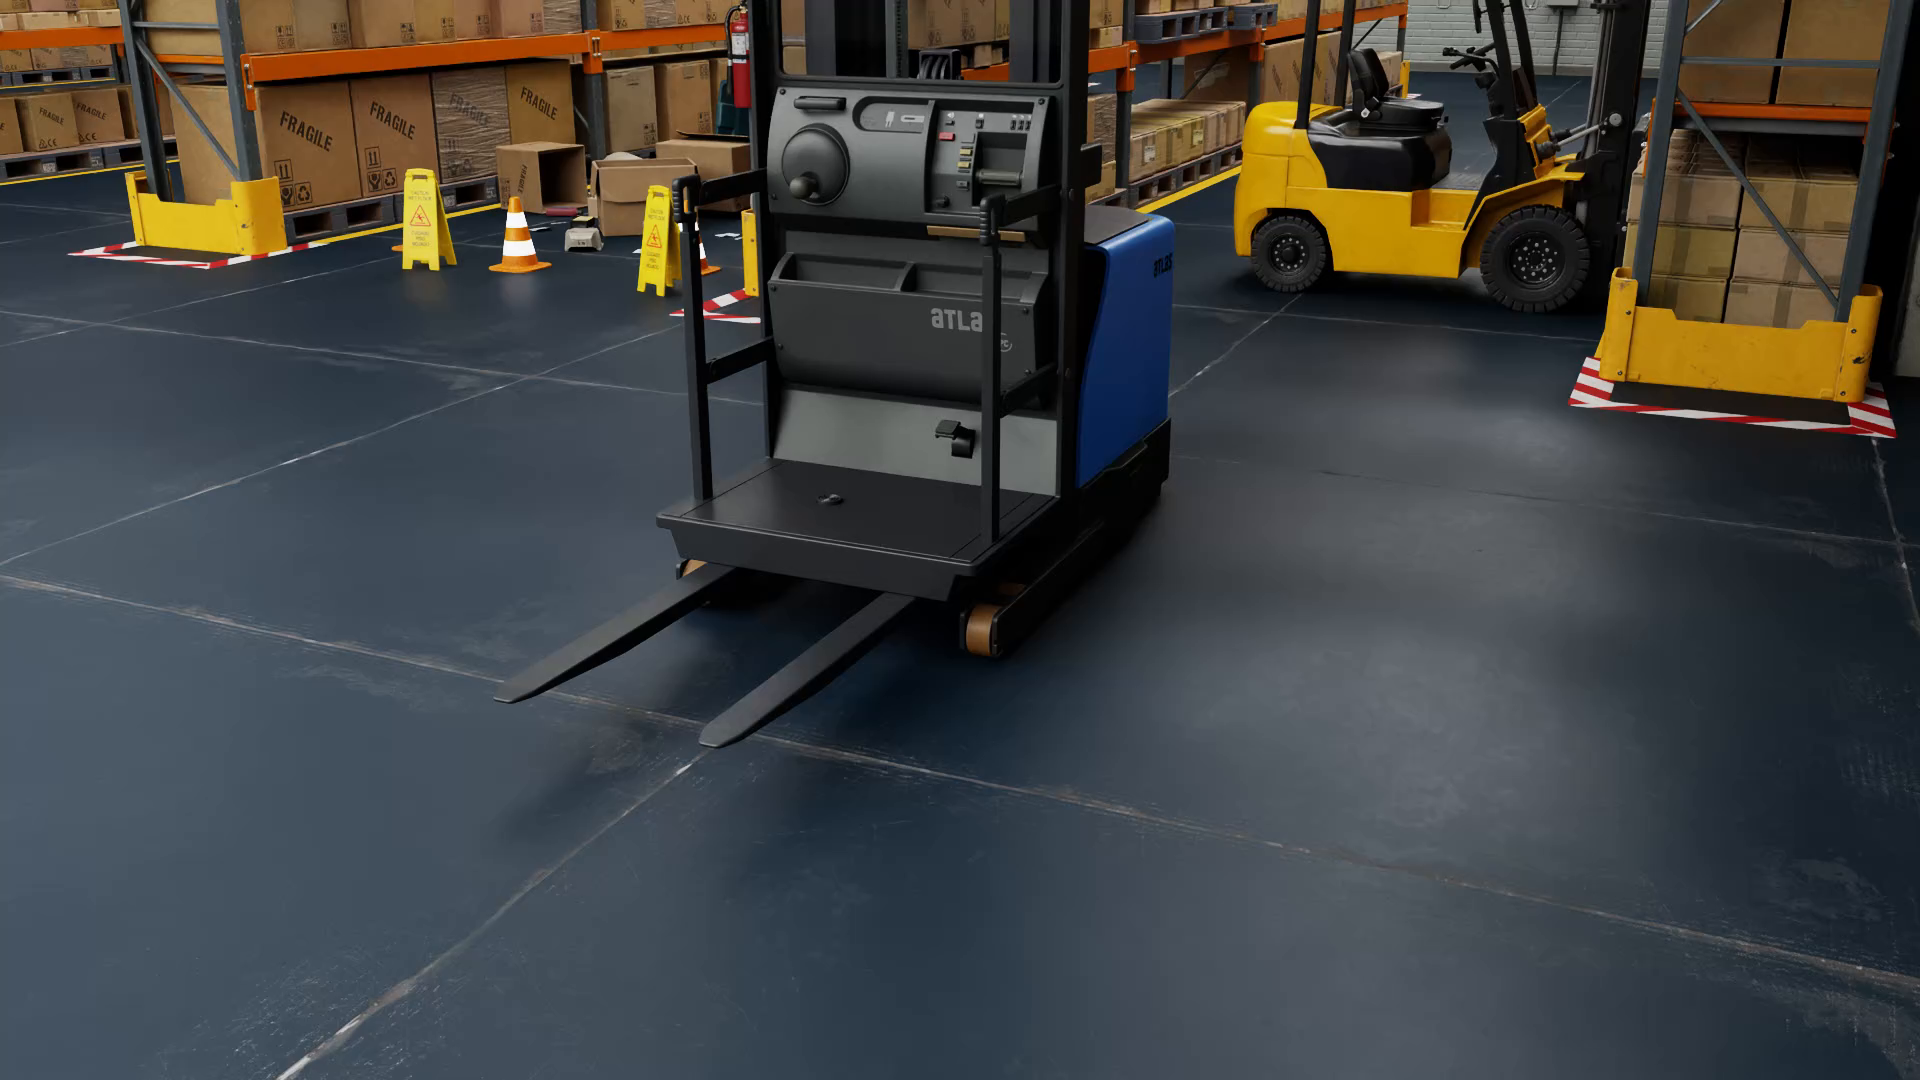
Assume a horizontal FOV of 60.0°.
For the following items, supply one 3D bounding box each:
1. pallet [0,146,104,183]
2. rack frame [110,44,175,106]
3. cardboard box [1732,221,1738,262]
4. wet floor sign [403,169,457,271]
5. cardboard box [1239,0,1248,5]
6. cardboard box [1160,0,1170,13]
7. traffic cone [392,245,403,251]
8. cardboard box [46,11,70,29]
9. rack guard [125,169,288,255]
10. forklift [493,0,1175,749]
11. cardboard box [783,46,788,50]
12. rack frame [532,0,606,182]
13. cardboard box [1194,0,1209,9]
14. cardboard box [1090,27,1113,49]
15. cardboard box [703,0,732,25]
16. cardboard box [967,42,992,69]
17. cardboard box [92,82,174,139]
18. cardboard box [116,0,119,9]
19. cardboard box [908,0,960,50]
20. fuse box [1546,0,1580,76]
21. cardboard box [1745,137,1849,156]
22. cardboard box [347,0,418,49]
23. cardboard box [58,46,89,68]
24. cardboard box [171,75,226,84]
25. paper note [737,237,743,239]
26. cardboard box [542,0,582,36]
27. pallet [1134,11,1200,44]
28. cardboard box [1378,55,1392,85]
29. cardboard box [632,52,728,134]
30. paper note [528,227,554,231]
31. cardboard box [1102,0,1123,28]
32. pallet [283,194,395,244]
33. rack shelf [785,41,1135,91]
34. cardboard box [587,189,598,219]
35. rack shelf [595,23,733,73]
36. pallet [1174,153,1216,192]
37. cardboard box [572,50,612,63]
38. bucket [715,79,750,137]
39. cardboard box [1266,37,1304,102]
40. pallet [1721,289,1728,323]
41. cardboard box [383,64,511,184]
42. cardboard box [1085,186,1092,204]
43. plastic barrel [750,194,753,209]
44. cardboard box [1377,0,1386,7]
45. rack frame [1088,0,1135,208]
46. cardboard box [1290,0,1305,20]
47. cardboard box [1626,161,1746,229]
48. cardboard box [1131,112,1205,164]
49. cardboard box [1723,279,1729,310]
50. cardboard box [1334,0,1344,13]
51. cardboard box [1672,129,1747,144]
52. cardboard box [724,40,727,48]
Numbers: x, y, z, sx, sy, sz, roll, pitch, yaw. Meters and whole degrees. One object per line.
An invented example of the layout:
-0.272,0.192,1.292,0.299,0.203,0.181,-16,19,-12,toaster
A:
-8.915,-3.551,15.639,1.003,0.211,1.213,9,21,23,pallet
-11.054,-7.352,22.164,1.000,3.000,0.127,9,21,23,rack frame
3.889,-1.668,8.914,0.500,0.250,0.500,8,21,22,cardboard box
-3.533,-2.125,10.982,0.267,0.644,0.232,5,20,13,wet floor sign
2.480,-5.084,15.537,0.380,0.149,0.250,8,21,22,cardboard box
1.492,-4.370,13.527,0.380,0.149,0.250,9,21,24,cardboard box
-3.815,-2.287,11.710,0.336,0.463,0.334,9,21,23,traffic cone
-8.551,-4.850,15.503,0.380,0.149,0.250,9,21,23,cardboard box
-5.338,-2.330,11.774,1.175,0.500,0.348,9,21,23,rack guard
-0.255,-1.190,4.942,1.130,2.935,3.031,9,21,23,forklift
-2.011,-5.579,19.164,0.500,0.250,0.500,8,21,21,cardboard box
-3.690,-4.738,14.814,1.000,3.000,0.127,9,21,23,rack frame
1.941,-4.689,14.426,0.380,0.149,0.250,9,22,25,cardboard box
0.918,-3.754,12.422,0.380,0.149,0.250,9,22,24,cardboard box
-2.608,-5.371,16.445,0.500,0.500,0.500,9,21,24,cardboard box
-0.024,-3.044,10.427,0.380,0.149,0.250,9,21,24,cardboard box
-8.374,-4.353,16.835,0.500,0.500,0.500,8,21,21,cardboard box
-8.414,-5.507,16.385,0.875,0.500,0.500,9,21,23,cardboard box
-0.324,-3.161,9.787,0.500,0.500,0.500,8,21,22,cardboard box
9.926,-8.545,27.442,0.539,1.711,0.414,9,21,23,fuse box
4.761,-2.142,9.498,0.500,0.250,0.500,8,21,22,cardboard box
-4.668,-4.030,12.601,0.875,0.550,0.550,9,21,23,cardboard box
-14.290,-7.791,26.475,0.500,0.500,0.500,9,21,23,cardboard box
-7.903,-4.664,17.679,0.700,0.500,0.500,7,21,19,cardboard box
-1.607,-2.208,12.163,0.032,0.001,0.123,9,21,23,paper note
-3.830,-4.694,14.467,0.875,0.550,0.550,9,21,23,cardboard box
1.313,-4.213,13.624,1.003,0.211,1.213,9,21,23,pallet
5.235,-6.252,22.269,0.875,0.438,0.875,9,22,24,cardboard box
-2.738,-4.657,17.318,1.050,0.750,0.750,9,21,24,cardboard box
-3.154,-2.349,12.531,0.144,0.017,0.142,18,26,41,paper note
0.912,-4.107,12.447,0.500,0.500,0.500,8,21,21,cardboard box
-5.072,-2.456,12.561,1.003,0.211,1.213,9,21,23,pallet
0.048,-3.139,11.393,1.077,0.370,4.000,9,21,23,rack shelf
-2.714,-2.671,13.084,0.396,0.266,0.258,13,23,32,cardboard box
-2.871,-5.010,16.654,1.077,0.370,4.000,9,21,23,rack shelf
1.683,-3.388,15.181,1.003,0.211,1.213,9,21,23,pallet
-5.507,-6.620,22.651,1.225,0.875,0.875,8,21,21,cardboard box
-1.642,-3.554,14.102,0.726,0.611,0.620,18,16,41,bucket
3.233,-4.981,18.042,0.875,0.875,0.875,9,21,23,cardboard box
4.034,-1.113,8.782,1.003,0.211,1.213,9,21,23,pallet
-4.377,-3.476,13.810,0.875,0.875,0.875,9,21,23,cardboard box
0.662,-2.610,12.308,0.500,0.250,0.500,8,21,21,cardboard box
-1.306,-2.492,12.344,0.421,0.421,0.512,-9,22,-24,plastic barrel
5.205,-7.152,21.452,0.500,0.500,0.500,9,22,24,cardboard box
0.867,-4.089,12.991,1.000,3.000,0.127,9,21,23,rack frame
3.350,-5.676,17.675,0.500,0.250,0.500,9,22,24,cardboard box
3.663,-1.744,8.380,0.500,0.250,0.500,9,22,25,cardboard box
1.654,-3.643,15.031,0.950,0.372,0.625,9,22,24,cardboard box
3.876,-1.427,8.981,0.500,0.250,0.500,9,21,23,cardboard box
4.190,-6.293,19.410,0.500,0.250,0.500,8,21,21,cardboard box
4.501,-2.370,10.140,0.500,0.250,0.500,9,22,25,cardboard box
-3.821,-7.830,26.052,0.875,0.875,0.875,9,21,23,cardboard box
